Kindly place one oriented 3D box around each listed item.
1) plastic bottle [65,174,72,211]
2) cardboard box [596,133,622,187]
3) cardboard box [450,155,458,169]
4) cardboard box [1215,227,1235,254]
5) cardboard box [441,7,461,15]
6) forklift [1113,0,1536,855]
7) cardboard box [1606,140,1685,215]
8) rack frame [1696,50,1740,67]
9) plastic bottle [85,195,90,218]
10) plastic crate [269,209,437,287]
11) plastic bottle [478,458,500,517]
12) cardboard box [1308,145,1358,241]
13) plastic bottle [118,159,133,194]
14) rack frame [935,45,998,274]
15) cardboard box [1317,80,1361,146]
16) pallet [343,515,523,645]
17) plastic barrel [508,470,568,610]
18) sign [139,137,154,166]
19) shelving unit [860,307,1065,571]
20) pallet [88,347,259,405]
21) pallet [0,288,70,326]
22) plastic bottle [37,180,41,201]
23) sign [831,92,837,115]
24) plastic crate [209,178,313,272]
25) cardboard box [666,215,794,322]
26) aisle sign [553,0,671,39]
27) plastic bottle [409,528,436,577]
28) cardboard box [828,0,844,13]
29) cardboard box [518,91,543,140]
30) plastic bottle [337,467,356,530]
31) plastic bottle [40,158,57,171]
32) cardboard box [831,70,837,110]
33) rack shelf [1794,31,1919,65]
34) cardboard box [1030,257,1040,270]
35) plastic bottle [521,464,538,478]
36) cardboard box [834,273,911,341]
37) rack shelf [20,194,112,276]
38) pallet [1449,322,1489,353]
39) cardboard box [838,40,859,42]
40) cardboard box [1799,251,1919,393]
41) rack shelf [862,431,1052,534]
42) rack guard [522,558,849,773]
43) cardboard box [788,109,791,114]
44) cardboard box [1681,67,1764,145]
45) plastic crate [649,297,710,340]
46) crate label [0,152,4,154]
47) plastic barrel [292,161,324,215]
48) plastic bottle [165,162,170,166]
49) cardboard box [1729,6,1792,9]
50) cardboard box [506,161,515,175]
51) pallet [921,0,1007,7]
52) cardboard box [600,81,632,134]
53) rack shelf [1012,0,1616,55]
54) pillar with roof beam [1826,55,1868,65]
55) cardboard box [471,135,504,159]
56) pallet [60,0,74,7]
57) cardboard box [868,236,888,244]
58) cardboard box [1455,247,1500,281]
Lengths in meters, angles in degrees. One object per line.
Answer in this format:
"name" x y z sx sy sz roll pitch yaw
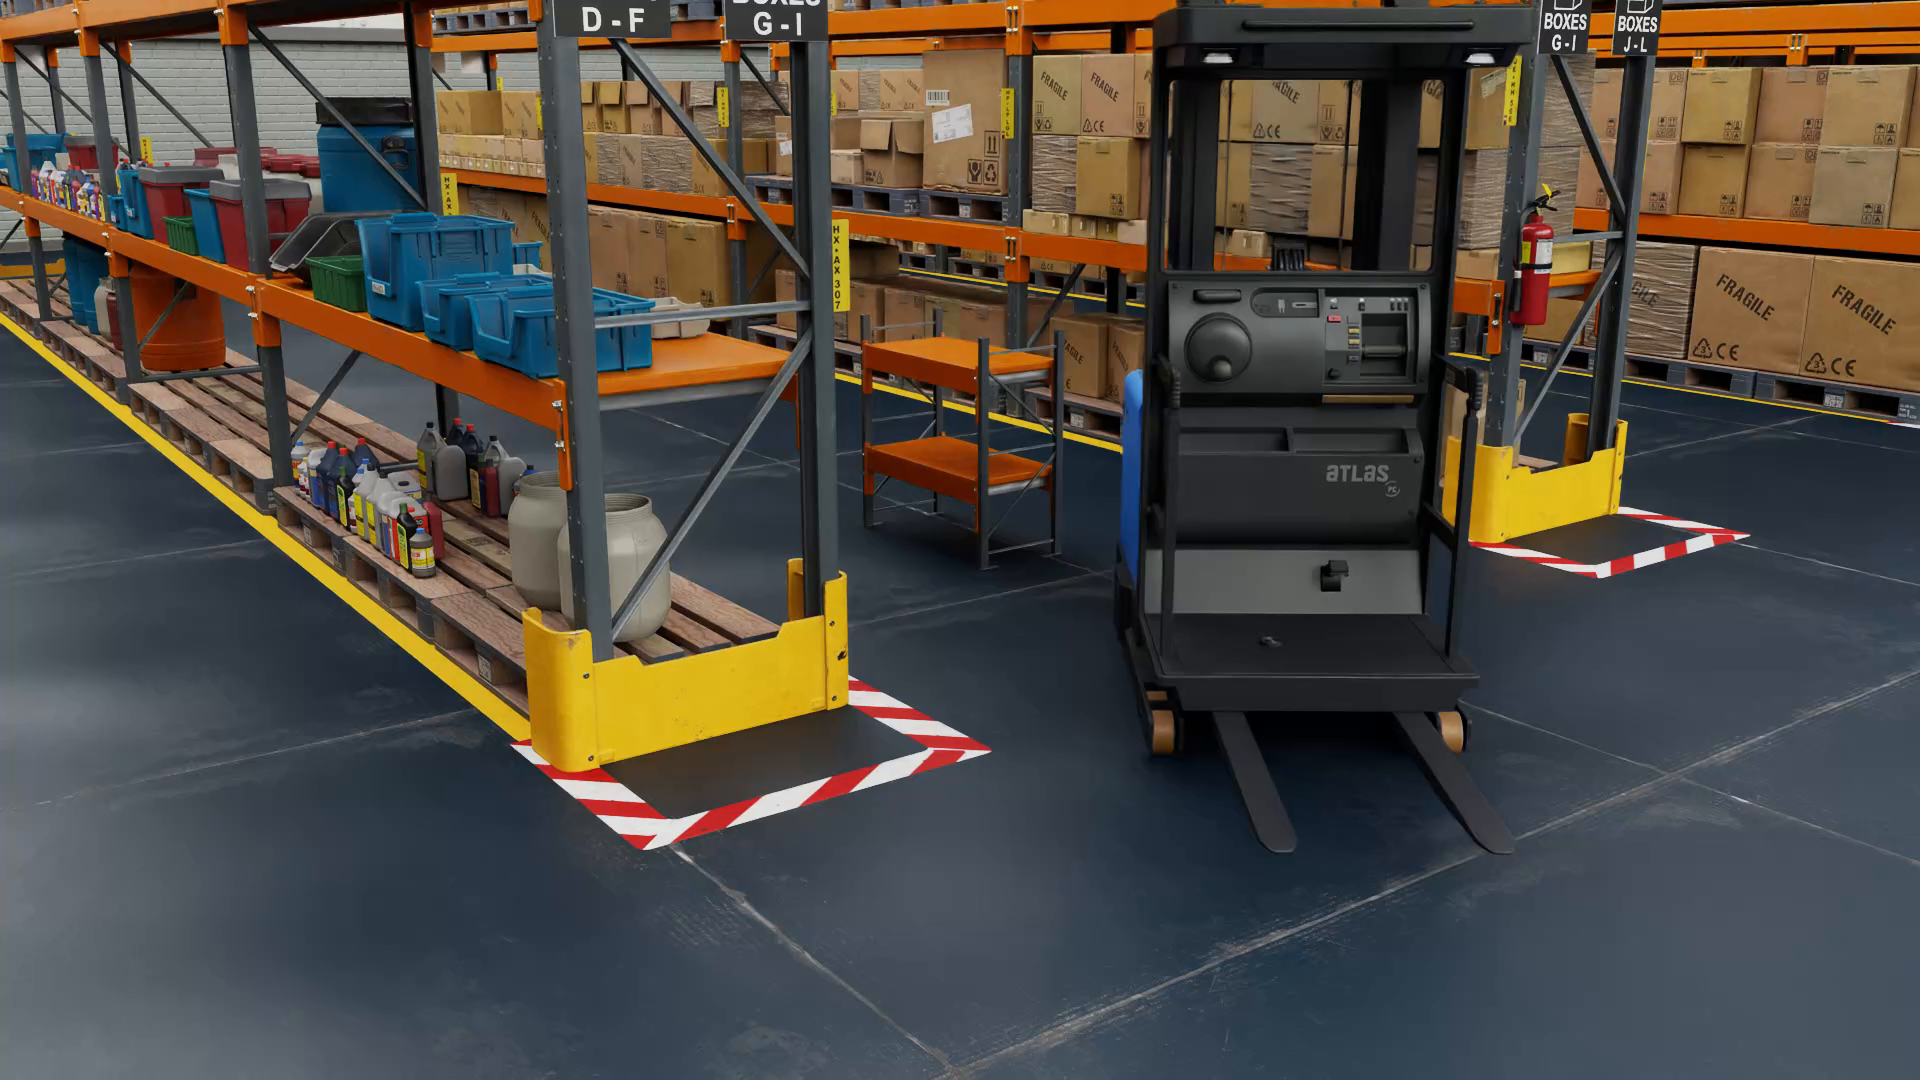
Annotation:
"plastic bottle" -7.034 -2.749 13.158 0.061 0.283 0.133 -11 19 -35
"cardboard box" -3.279 -3.793 16.562 0.500 0.500 0.500 -11 19 -36
"cardboard box" -5.890 -4.537 19.946 0.380 0.149 0.250 -11 19 -35
"cardboard box" 1.726 -1.809 9.980 0.380 0.149 0.250 -11 19 -35
"cardboard box" -5.707 -6.454 19.619 0.700 0.500 0.500 -12 19 -37
"forklift" 1.207 -0.738 5.719 1.130 2.935 3.031 0 15 0
"cardboard box" 5.629 -2.884 13.146 0.875 0.550 0.550 -11 19 -35
"rack frame" 10.444 -5.551 23.175 1.000 3.000 0.127 -11 19 -35
"plastic bottle" -6.535 -2.536 12.537 0.097 0.201 0.097 0 15 0
"plastic crate" -3.035 -1.457 8.335 0.767 0.338 0.504 -11 19 -35
"plastic bottle" -2.319 -0.266 8.178 0.061 0.283 0.133 -11 19 -35
"cardboard box" 2.426 -1.935 9.210 0.875 0.500 0.500 -11 19 -35
"plastic bottle" -7.146 -3.096 14.298 0.144 0.351 0.185 -11 19 -35
"rack frame" 0.134 -4.844 20.592 1.000 3.000 0.127 -11 19 -35
"cardboard box" 2.297 -2.392 8.987 0.500 0.500 0.500 -11 19 -35
"pallet" -2.157 0.137 7.676 1.003 0.211 1.213 -11 19 -35
"plastic barrel" -1.631 -0.003 6.821 0.421 0.512 0.421 0 15 0
"sign" -7.497 -3.545 15.323 0.100 0.325 0.005 -11 19 -35
"shelving unit" -0.004 -0.544 8.433 0.538 1.125 1.048 -11 19 -35
"pallet" -6.089 -1.290 12.888 1.003 0.211 1.213 -11 19 -35
"pallet" -9.129 -2.394 16.922 1.003 0.211 1.213 -11 19 -35
"plastic bottle" -7.912 -3.036 14.364 0.097 0.201 0.097 0 15 0
"sign" -1.152 -3.848 14.910 0.100 0.325 0.005 -11 19 -35
"plastic crate" -3.772 -1.705 9.004 0.402 0.464 0.583 -11 19 -35
"cardboard box" -1.974 -2.570 15.513 1.225 0.875 0.875 -12 19 -37
"aisle sign" -1.086 -1.957 5.119 0.394 0.787 0.004 -11 19 -35
"plastic bottle" -2.322 0.049 7.183 0.097 0.201 0.097 0 15 0
"cardboard box" -0.903 -4.258 13.054 0.500 0.250 0.500 -10 18 -33
"cardboard box" -4.424 -4.585 17.947 0.500 0.500 0.500 -10 18 -33
"plastic bottle" -2.926 -0.202 7.944 0.061 0.283 0.133 -10 18 -32
"plastic bottle" -7.975 -3.169 14.566 0.144 0.351 0.185 -11 19 -35
"cardboard box" -1.579 -6.014 22.219 0.500 0.500 0.500 -11 19 -36
"rack shelf" 9.959 -4.598 15.375 1.077 0.370 4.000 -11 19 -35
"cardboard box" 0.986 -3.419 19.327 0.500 0.500 0.500 -10 18 -34
"plastic bottle" -2.081 -0.234 8.084 0.097 0.271 0.097 0 15 0
"cardboard box" -0.839 -1.992 14.073 0.700 0.500 0.500 -13 20 -39
"rack shelf" -6.768 -2.553 13.584 1.077 0.370 4.000 -11 19 -35
"pallet" 4.323 -1.944 15.278 1.003 0.211 1.213 -11 19 -35
"cardboard box" -1.246 -6.604 21.625 0.500 0.250 0.500 -11 19 -35
"cardboard box" 6.738 -1.594 11.947 0.875 0.875 0.875 -11 19 -34
"rack shelf" -0.004 -0.308 8.497 0.538 0.278 1.000 -11 19 -35
"rack guard" -0.971 0.432 6.050 1.175 0.500 0.348 -11 19 -35
"cardboard box" -2.177 -5.751 23.154 0.500 0.500 0.500 -10 18 -32
"cardboard box" 5.969 -3.297 12.610 0.875 0.550 0.500 -11 19 -35
"plastic crate" -1.154 -0.878 6.603 0.298 0.136 0.250 -11 19 -35
"crate label" -10.416 -4.025 17.805 0.416 0.233 0.303 -11 19 -35
"plastic barrel" -3.625 -1.922 9.661 0.433 0.535 0.433 0 15 0
"plastic bottle" -6.491 -2.922 13.665 0.144 0.351 0.185 -11 19 -35
"cardboard box" 8.322 -5.605 17.179 0.500 0.250 0.500 -11 19 -36
"cardboard box" -4.835 -4.153 18.545 0.380 0.149 0.250 -10 18 -34
"pallet" 0.490 -3.892 11.788 1.213 0.211 1.003 -11 19 -35
"cardboard box" -3.161 -4.344 16.677 0.797 0.503 0.637 -11 19 -34
"rack shelf" 1.943 -3.060 9.755 1.077 0.370 4.000 -11 19 -35
"pillar with roof beam" 8.457 -7.638 19.436 9.100 9.000 0.400 -11 19 -35
"cardboard box" -5.311 -4.548 19.232 0.500 0.250 0.500 -11 19 -36
"pallet" -5.962 -4.007 12.210 1.003 0.211 1.213 -11 19 -35
"cardboard box" -0.980 -3.923 21.833 0.380 0.149 0.250 -11 19 -35
"cardboard box" 2.784 -1.441 8.634 0.380 0.149 0.250 -11 19 -35
